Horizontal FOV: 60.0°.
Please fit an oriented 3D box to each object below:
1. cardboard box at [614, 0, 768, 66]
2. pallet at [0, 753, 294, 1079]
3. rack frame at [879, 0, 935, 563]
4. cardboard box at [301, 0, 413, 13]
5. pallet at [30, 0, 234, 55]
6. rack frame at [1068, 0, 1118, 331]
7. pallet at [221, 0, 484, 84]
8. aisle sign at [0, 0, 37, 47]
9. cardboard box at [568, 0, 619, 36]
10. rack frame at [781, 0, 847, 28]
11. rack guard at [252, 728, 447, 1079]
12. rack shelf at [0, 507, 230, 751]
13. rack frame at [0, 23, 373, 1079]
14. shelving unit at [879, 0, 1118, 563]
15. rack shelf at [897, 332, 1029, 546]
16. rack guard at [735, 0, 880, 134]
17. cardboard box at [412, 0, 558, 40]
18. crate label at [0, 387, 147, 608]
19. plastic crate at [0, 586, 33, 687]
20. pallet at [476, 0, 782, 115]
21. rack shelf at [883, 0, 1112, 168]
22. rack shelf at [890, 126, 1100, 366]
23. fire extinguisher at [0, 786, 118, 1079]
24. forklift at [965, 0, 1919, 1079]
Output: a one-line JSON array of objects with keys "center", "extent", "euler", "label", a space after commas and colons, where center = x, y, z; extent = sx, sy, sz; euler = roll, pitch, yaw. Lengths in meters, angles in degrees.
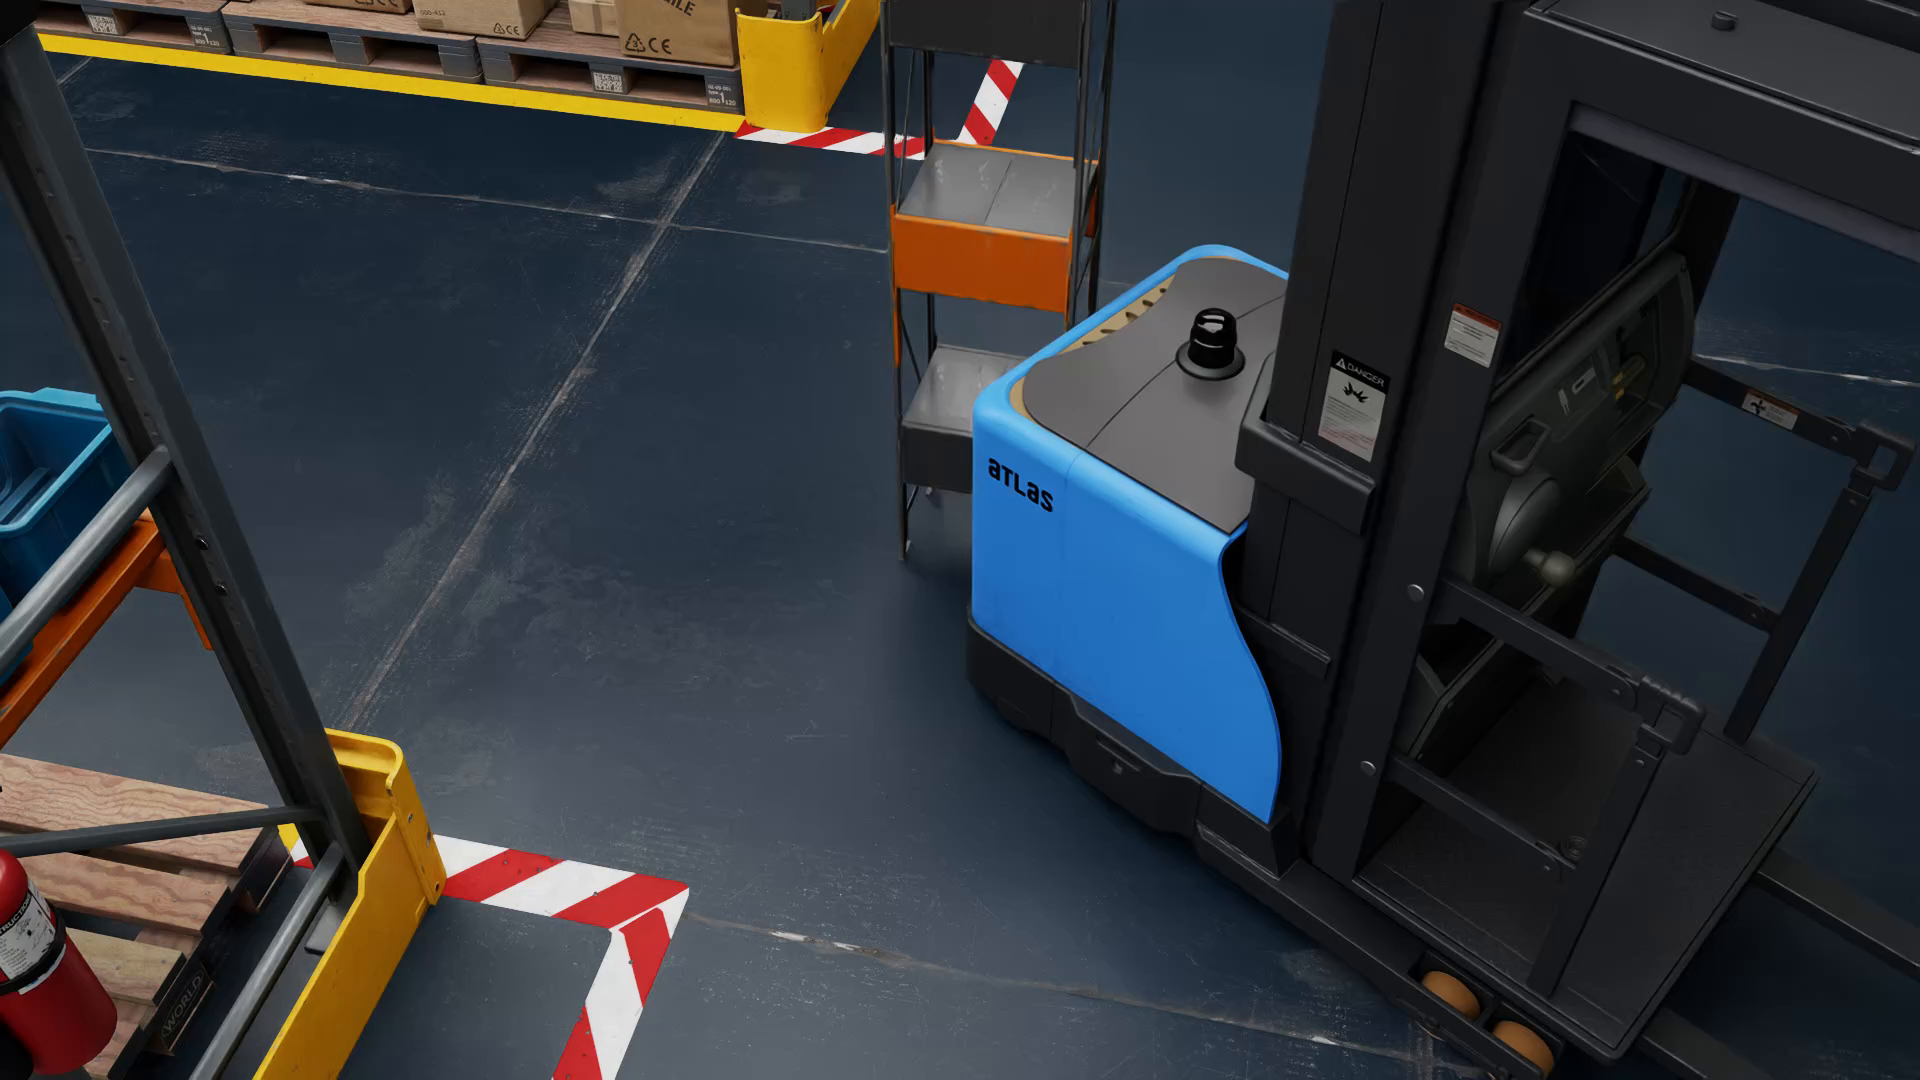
[{"center": [-1.143, -2.376, 7.041], "extent": [0.500, 0.500, 0.500], "euler": [9, 45, 9], "label": "cardboard box"}, {"center": [-2.440, 1.003, 4.056], "extent": [1.213, 0.211, 1.003], "euler": [9, 45, 9], "label": "pallet"}, {"center": [-0.132, -0.822, 4.589], "extent": [0.015, 2.100, 0.400], "euler": [10, 45, 10], "label": "rack frame"}, {"center": [-2.628, -2.786, 7.464], "extent": [0.637, 0.503, 0.797], "euler": [9, 45, 9], "label": "cardboard box"}, {"center": [-3.792, -2.699, 7.902], "extent": [1.213, 0.211, 1.003], "euler": [9, 45, 9], "label": "pallet"}, {"center": [0.340, -0.737, 4.502], "extent": [0.015, 2.100, 0.400], "euler": [10, 45, 10], "label": "rack frame"}, {"center": [-2.598, -2.515, 7.711], "extent": [1.213, 0.211, 1.003], "euler": [9, 45, 9], "label": "pallet"}, {"center": [-1.509, -0.977, 2.228], "extent": [0.004, 0.787, 0.394], "euler": [9, 45, 9], "label": "aisle sign"}, {"center": [-1.519, -2.378, 7.283], "extent": [0.250, 0.166, 0.380], "euler": [9, 45, 9], "label": "cardboard box"}, {"center": [-0.559, -3.202, 6.414], "extent": [0.127, 3.000, 1.000], "euler": [9, 45, 9], "label": "rack frame"}, {"center": [-1.618, 1.045, 3.804], "extent": [0.348, 0.500, 1.175], "euler": [9, 45, 9], "label": "rack guard"}, {"center": [-3.596, 0.106, 3.496], "extent": [4.000, 0.370, 1.077], "euler": [9, 45, 9], "label": "rack shelf"}, {"center": [-1.644, 0.149, 2.932], "extent": [0.127, 3.000, 1.000], "euler": [9, 45, 9], "label": "rack frame"}, {"center": [0.104, -0.779, 4.546], "extent": [0.503, 2.100, 0.431], "euler": [10, 45, 10], "label": "shelving unit"}, {"center": [0.104, -0.265, 5.040], "extent": [0.480, 0.518, 0.431], "euler": [10, 45, 10], "label": "rack shelf"}, {"center": [-0.633, -2.313, 7.293], "extent": [0.348, 0.500, 1.175], "euler": [9, 45, 9], "label": "rack guard"}, {"center": [-2.064, -2.450, 7.298], "extent": [0.500, 0.250, 0.500], "euler": [9, 45, 9], "label": "cardboard box"}, {"center": [-1.813, -0.072, 3.239], "extent": [0.303, 0.233, 0.416], "euler": [9, 45, 9], "label": "crate label"}, {"center": [-2.012, 0.191, 2.820], "extent": [0.499, 0.435, 0.616], "euler": [9, 45, 9], "label": "plastic crate"}, {"center": [-1.411, -2.329, 7.518], "extent": [1.213, 0.211, 1.003], "euler": [9, 45, 9], "label": "pallet"}, {"center": [0.104, -1.274, 4.070], "extent": [0.480, 0.518, 0.431], "euler": [10, 45, 10], "label": "rack shelf"}, {"center": [0.104, -0.769, 4.555], "extent": [0.480, 0.518, 0.431], "euler": [10, 45, 10], "label": "rack shelf"}, {"center": [-1.596, 0.642, 2.745], "extent": [0.183, 0.674, 0.296], "euler": [9, 45, 9], "label": "fire extinguisher"}, {"center": [1.435, -0.177, 3.321], "extent": [3.031, 2.935, 1.130], "euler": [33, 53, 30], "label": "forklift"}]
